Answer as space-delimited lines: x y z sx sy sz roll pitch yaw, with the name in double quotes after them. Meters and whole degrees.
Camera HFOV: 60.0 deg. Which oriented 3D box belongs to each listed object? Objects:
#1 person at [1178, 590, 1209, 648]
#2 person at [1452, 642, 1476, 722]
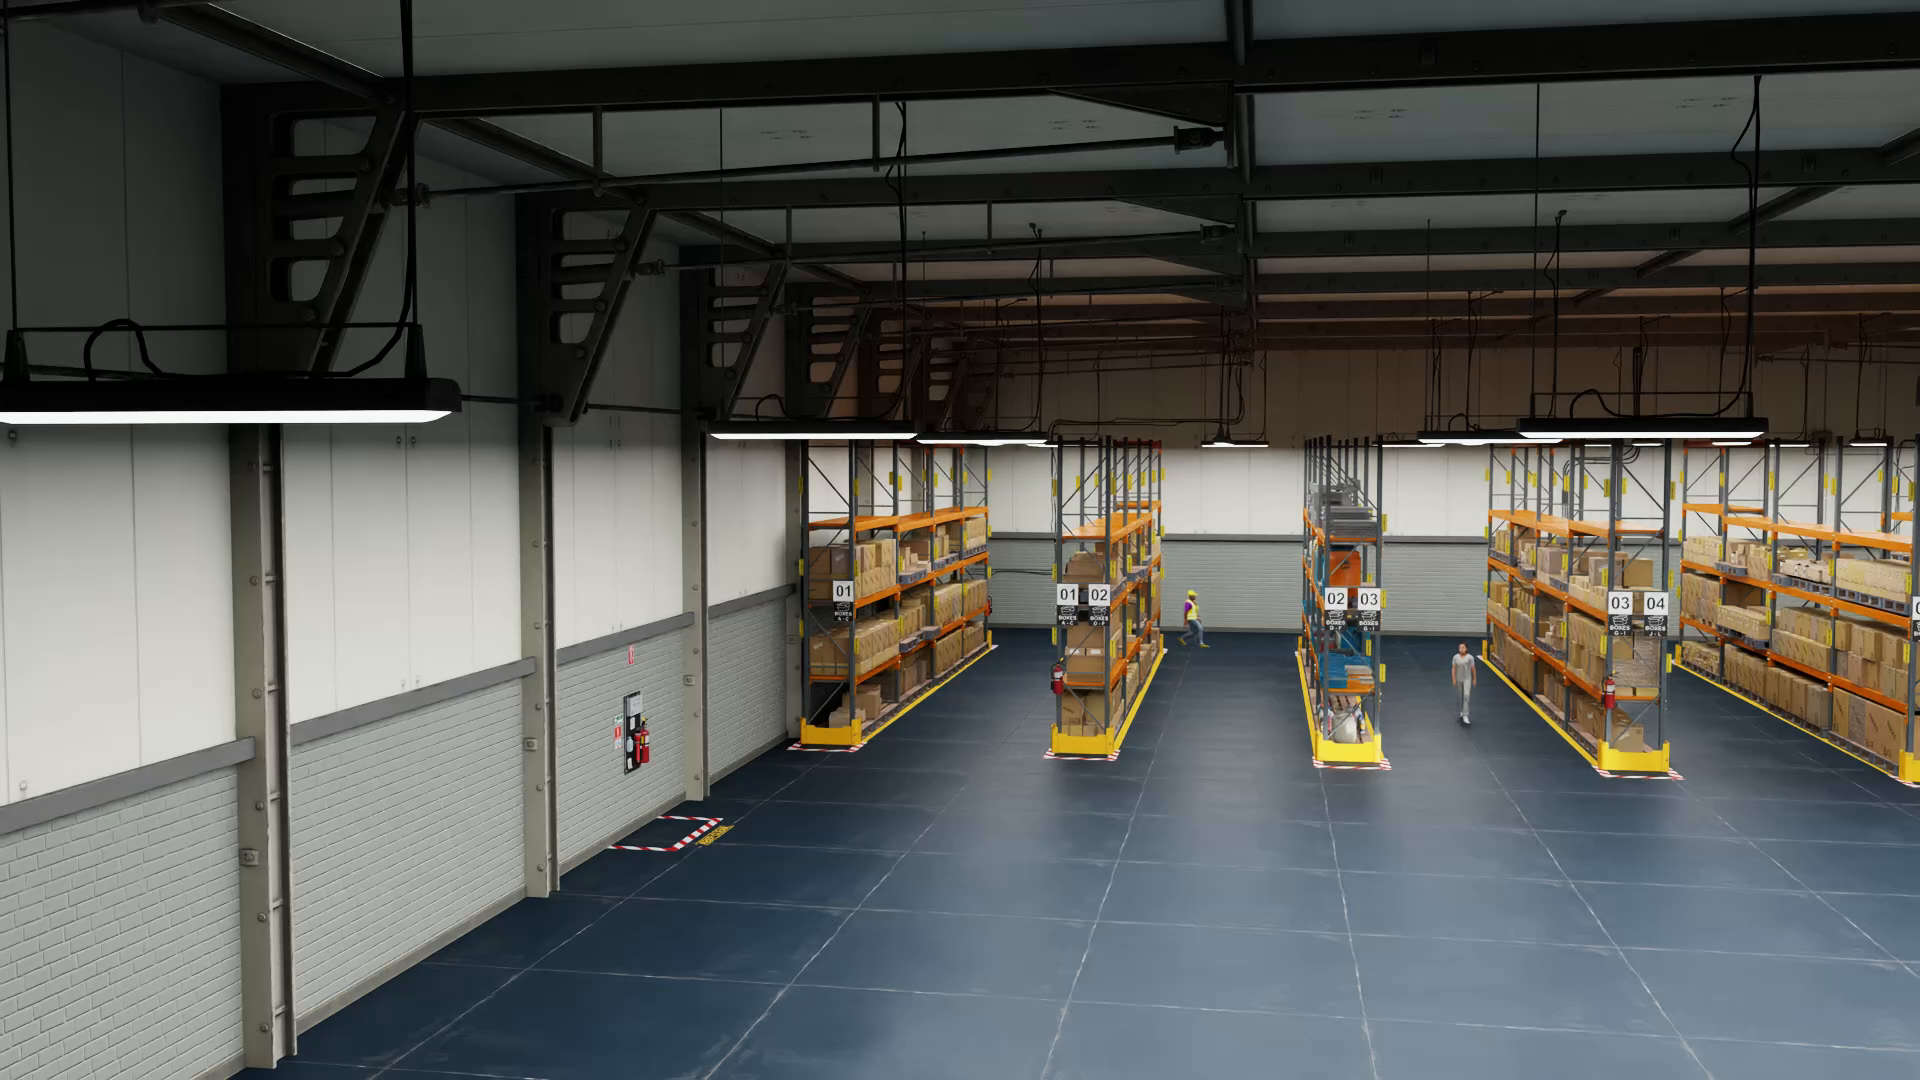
6.761 2.280 48.254 0.978 1.658 0.559 2 3 26 "person"
10.646 2.979 35.219 0.475 1.638 0.890 2 4 33 "person"
